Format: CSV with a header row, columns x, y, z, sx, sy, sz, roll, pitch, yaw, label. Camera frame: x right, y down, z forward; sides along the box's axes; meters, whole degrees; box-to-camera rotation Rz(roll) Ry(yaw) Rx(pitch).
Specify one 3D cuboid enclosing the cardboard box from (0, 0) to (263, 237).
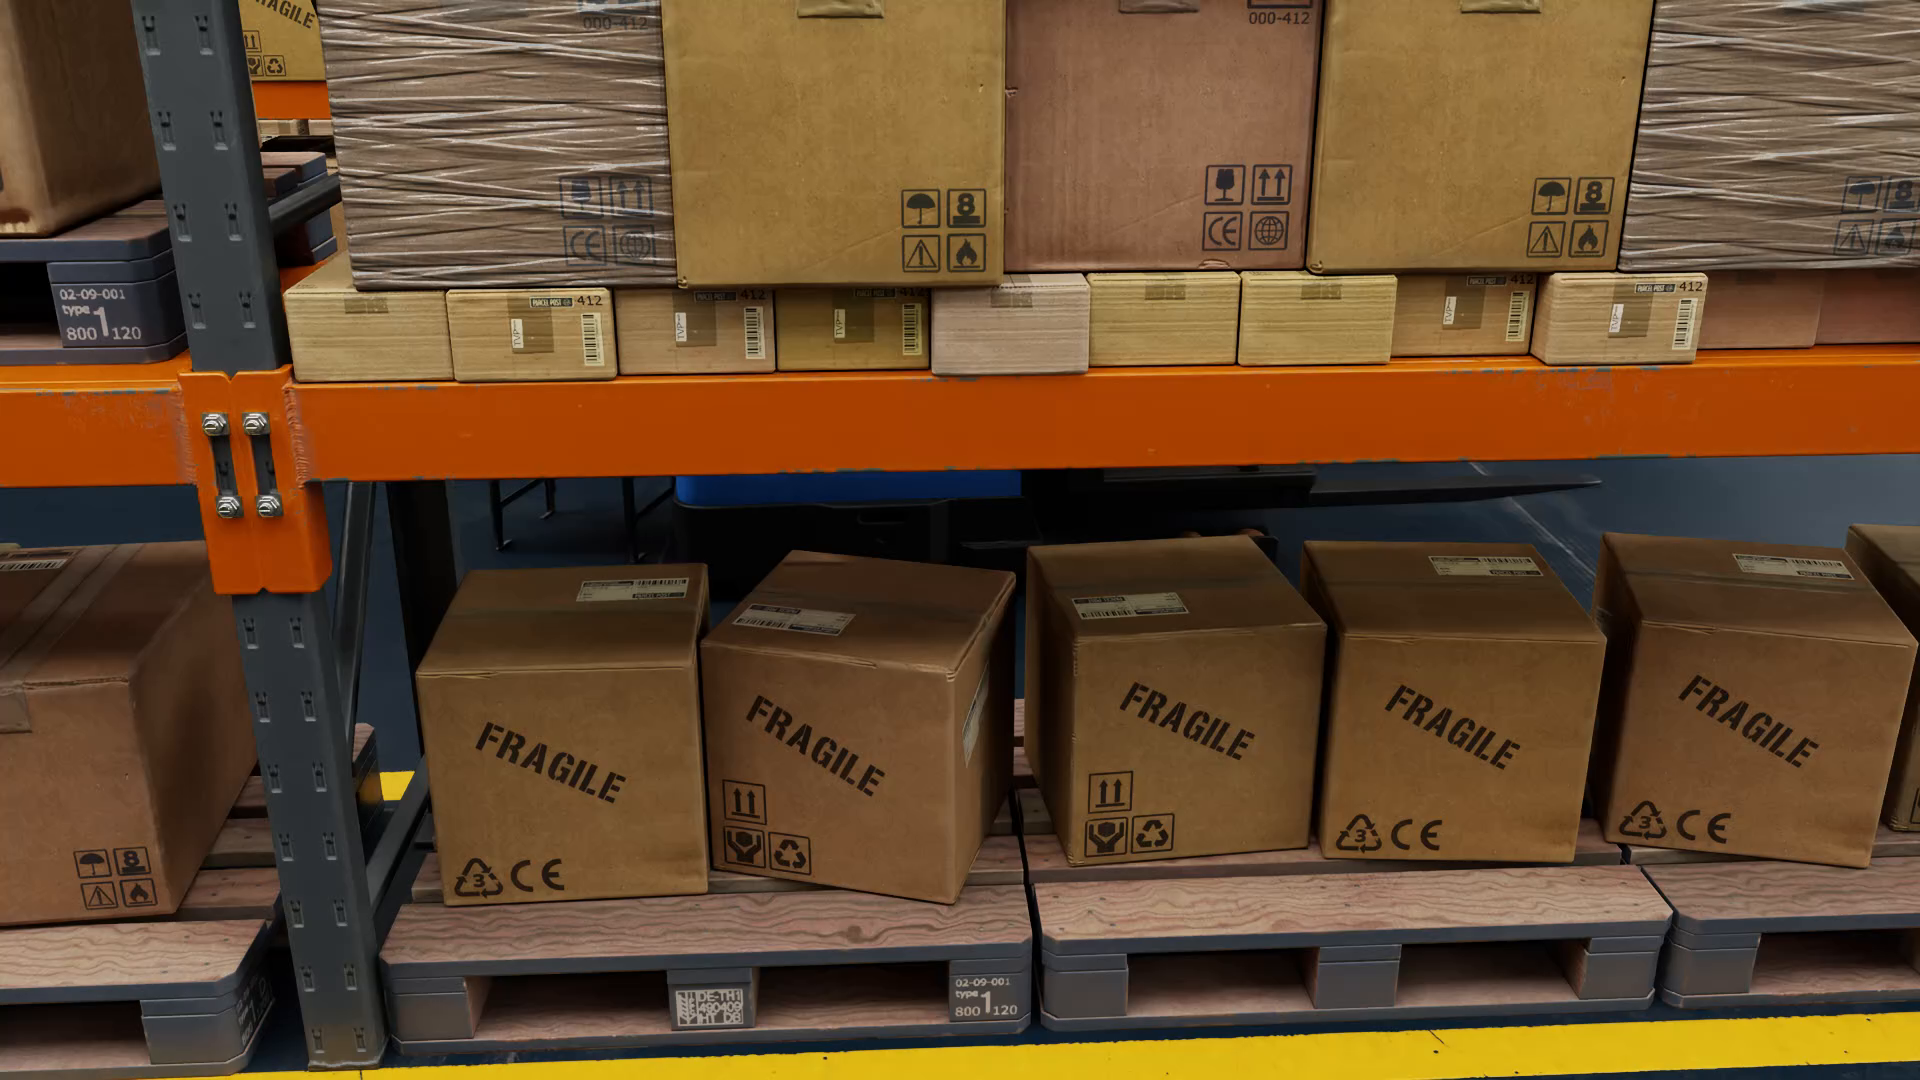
x,y,z,sx,sy,sz,roll,pitch,yaw,label
-1.962,-1.113,2.896,1.000,1.000,1.000,-1,21,-3,cardboard box

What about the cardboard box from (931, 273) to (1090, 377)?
x,y,z,sx,sy,sz,roll,pitch,yaw,label
0.070,-0.398,2.803,0.250,0.149,0.380,-1,21,-3,cardboard box

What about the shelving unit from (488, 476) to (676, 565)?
x,y,z,sx,sy,sz,roll,pitch,yaw,label
-1.250,-0.989,5.267,0.503,2.100,0.431,5,22,14,shelving unit

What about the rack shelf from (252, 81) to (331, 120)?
x,y,z,sx,sy,sz,roll,pitch,yaw,label
-3.340,-1.990,7.644,4.000,0.370,1.077,-1,21,-3,rack shelf

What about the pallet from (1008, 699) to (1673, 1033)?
x,y,z,sx,sy,sz,roll,pitch,yaw,label
0.728,0.648,3.622,1.213,0.211,1.003,-1,21,-3,pallet

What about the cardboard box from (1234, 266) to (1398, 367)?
x,y,z,sx,sy,sz,roll,pitch,yaw,label
0.567,-0.419,2.858,0.250,0.149,0.380,-1,21,-3,cardboard box

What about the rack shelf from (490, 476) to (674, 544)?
x,y,z,sx,sy,sz,roll,pitch,yaw,label
-1.250,-0.322,5.521,0.480,0.518,0.431,5,22,14,rack shelf

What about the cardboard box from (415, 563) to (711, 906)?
x,y,z,sx,sy,sz,roll,pitch,yaw,label
-0.760,0.375,3.344,0.500,0.500,0.500,-2,21,-5,cardboard box

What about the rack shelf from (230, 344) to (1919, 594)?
x,y,z,sx,sy,sz,roll,pitch,yaw,label
0.836,-0.308,3.224,4.000,0.370,1.077,-1,21,-3,rack shelf

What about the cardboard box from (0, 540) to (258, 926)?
x,y,z,sx,sy,sz,roll,pitch,yaw,label
-1.775,0.364,3.343,0.500,0.500,0.700,-3,21,-7,cardboard box

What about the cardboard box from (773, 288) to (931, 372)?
x,y,z,sx,sy,sz,roll,pitch,yaw,label
-0.182,-0.407,2.828,0.250,0.149,0.380,-1,21,-3,cardboard box

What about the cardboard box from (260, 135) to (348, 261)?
x,y,z,sx,sy,sz,roll,pitch,yaw,label
-2.921,-1.449,7.783,0.750,0.750,1.050,-1,21,-3,cardboard box

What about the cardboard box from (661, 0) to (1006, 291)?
x,y,z,sx,sy,sz,roll,pitch,yaw,label
-0.207,-0.774,2.879,0.500,0.500,0.875,-1,21,-3,cardboard box

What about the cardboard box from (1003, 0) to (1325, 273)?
x,y,z,sx,sy,sz,roll,pitch,yaw,label
0.286,-0.820,3.000,0.500,0.500,0.875,-1,21,-3,cardboard box

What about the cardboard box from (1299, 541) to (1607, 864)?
x,y,z,sx,sy,sz,roll,pitch,yaw,label
0.987,0.325,3.476,0.500,0.500,0.500,1,21,2,cardboard box

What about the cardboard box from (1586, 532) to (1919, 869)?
x,y,z,sx,sy,sz,roll,pitch,yaw,label
1.613,0.319,3.491,0.500,0.500,0.500,4,21,11,cardboard box

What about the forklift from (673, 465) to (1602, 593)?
x,y,z,sx,sy,sz,roll,pitch,yaw,label
0.584,-1.414,5.215,3.031,2.935,1.130,-2,21,-6,forklift

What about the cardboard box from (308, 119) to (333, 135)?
x,y,z,sx,sy,sz,roll,pitch,yaw,label
-4.420,-3.036,12.483,0.625,0.372,0.950,-2,21,-4,cardboard box

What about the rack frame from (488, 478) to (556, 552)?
x,y,z,sx,sy,sz,roll,pitch,yaw,label
-1.486,-1.011,5.325,0.015,2.100,0.400,5,22,14,rack frame

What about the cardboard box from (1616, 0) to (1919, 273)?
x,y,z,sx,sy,sz,roll,pitch,yaw,label
1.288,-0.821,3.004,0.500,0.500,0.875,-1,21,-3,cardboard box

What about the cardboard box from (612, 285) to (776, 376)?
x,y,z,sx,sy,sz,roll,pitch,yaw,label
-0.431,-0.399,2.805,0.250,0.149,0.380,-1,21,-3,cardboard box

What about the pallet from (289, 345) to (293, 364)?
x,y,z,sx,sy,sz,roll,pitch,yaw,label
-3.330,-0.996,7.940,1.213,0.211,1.003,-1,21,-3,pallet

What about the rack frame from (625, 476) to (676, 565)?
x,y,z,sx,sy,sz,roll,pitch,yaw,label
-1.014,-0.967,5.210,0.015,2.100,0.400,5,22,14,rack frame

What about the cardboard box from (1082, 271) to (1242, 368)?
x,y,z,sx,sy,sz,roll,pitch,yaw,label
0.317,-0.417,2.855,0.250,0.149,0.380,-1,21,-3,cardboard box

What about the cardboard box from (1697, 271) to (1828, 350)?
x,y,z,sx,sy,sz,roll,pitch,yaw,label
1.312,-0.457,2.958,0.250,0.149,0.380,-1,21,-3,cardboard box

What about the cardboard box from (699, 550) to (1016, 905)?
x,y,z,sx,sy,sz,roll,pitch,yaw,label
-0.188,0.361,3.381,0.500,0.500,0.500,5,22,14,cardboard box

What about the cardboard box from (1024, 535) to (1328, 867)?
x,y,z,sx,sy,sz,roll,pitch,yaw,label
0.427,0.320,3.488,0.500,0.500,0.500,-3,21,-8,cardboard box

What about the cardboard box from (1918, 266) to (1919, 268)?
x,y,z,sx,sy,sz,roll,pitch,yaw,label
1.789,-0.816,2.990,0.500,0.500,0.875,-1,21,-3,cardboard box

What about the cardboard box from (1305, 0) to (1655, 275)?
x,y,z,sx,sy,sz,roll,pitch,yaw,label
0.788,-0.815,2.988,0.500,0.500,0.875,-1,21,-3,cardboard box

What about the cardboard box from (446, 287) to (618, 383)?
x,y,z,sx,sy,sz,roll,pitch,yaw,label
-0.679,-0.384,2.766,0.250,0.149,0.380,-1,21,-3,cardboard box

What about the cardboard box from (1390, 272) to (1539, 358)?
x,y,z,sx,sy,sz,roll,pitch,yaw,label
0.814,-0.440,2.913,0.250,0.149,0.380,-1,21,-3,cardboard box

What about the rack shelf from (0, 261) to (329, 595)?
x,y,z,sx,sy,sz,roll,pitch,yaw,label
-3.158,-0.226,3.011,4.000,0.370,1.077,-1,21,-3,rack shelf

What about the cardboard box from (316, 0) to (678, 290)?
x,y,z,sx,sy,sz,roll,pitch,yaw,label
-0.708,-0.776,2.885,0.500,0.500,0.875,-1,21,-3,cardboard box

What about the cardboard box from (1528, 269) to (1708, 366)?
x,y,z,sx,sy,sz,roll,pitch,yaw,label
1.068,-0.420,2.862,0.250,0.149,0.380,-1,21,-3,cardboard box

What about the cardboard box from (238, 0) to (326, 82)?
x,y,z,sx,sy,sz,roll,pitch,yaw,label
-2.858,-2.288,7.274,0.500,0.500,0.500,-1,21,-2,cardboard box

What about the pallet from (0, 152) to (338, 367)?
x,y,z,sx,sy,sz,roll,pitch,yaw,label
-1.933,-0.550,3.119,1.213,0.211,1.003,-1,21,-3,pallet

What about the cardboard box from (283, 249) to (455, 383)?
x,y,z,sx,sy,sz,roll,pitch,yaw,label
-0.929,-0.383,2.765,0.250,0.149,0.380,-1,21,-3,cardboard box

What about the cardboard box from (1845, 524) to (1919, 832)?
x,y,z,sx,sy,sz,roll,pitch,yaw,label
2.208,0.294,3.555,0.500,0.500,0.500,3,21,7,cardboard box

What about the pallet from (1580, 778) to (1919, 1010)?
x,y,z,sx,sy,sz,roll,pitch,yaw,label
1.943,0.624,3.685,1.213,0.211,1.003,-1,21,-3,pallet

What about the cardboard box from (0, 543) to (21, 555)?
x,y,z,sx,sy,sz,roll,pitch,yaw,label
-2.253,0.367,3.335,0.500,0.500,0.700,-1,21,-3,cardboard box

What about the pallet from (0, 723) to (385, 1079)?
x,y,z,sx,sy,sz,roll,pitch,yaw,label
-1.938,0.716,3.443,1.213,0.211,1.003,-1,21,-3,pallet

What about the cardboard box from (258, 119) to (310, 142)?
x,y,z,sx,sy,sz,roll,pitch,yaw,label
-5.156,-3.018,12.436,0.625,0.372,0.950,-3,21,-7,cardboard box

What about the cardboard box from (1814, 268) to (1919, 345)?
x,y,z,sx,sy,sz,roll,pitch,yaw,label
1.561,-0.470,2.992,0.250,0.149,0.380,-1,21,-3,cardboard box

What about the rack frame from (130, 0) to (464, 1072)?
x,y,z,sx,sy,sz,roll,pitch,yaw,label
-1.161,-0.603,2.990,0.127,3.000,1.000,-1,21,-3,rack frame

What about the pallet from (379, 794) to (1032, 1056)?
x,y,z,sx,sy,sz,roll,pitch,yaw,label
-0.493,0.674,3.555,1.213,0.211,1.003,-1,21,-3,pallet
